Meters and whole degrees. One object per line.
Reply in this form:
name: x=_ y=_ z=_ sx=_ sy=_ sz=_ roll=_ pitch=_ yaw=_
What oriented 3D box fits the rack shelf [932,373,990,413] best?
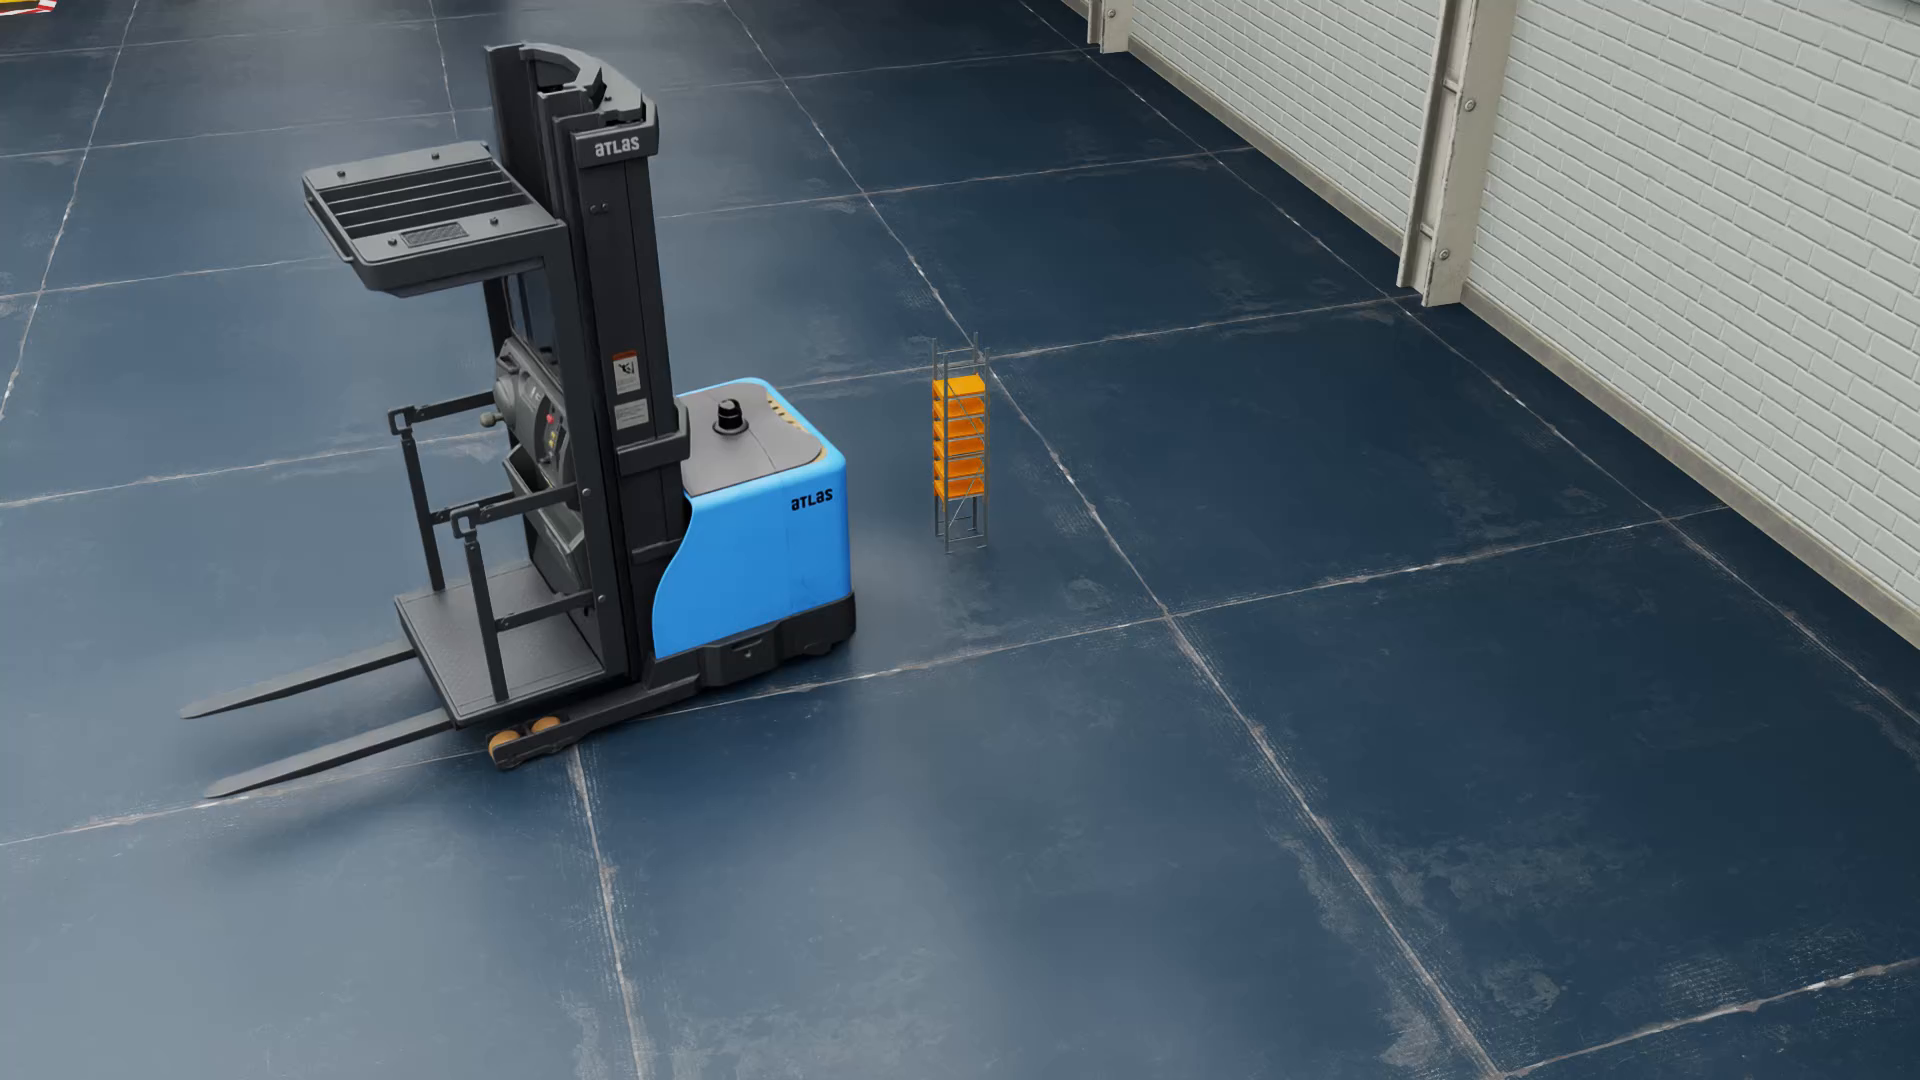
rack shelf: x=0.004 y=-0.756 z=8.553 sx=0.258 sy=0.103 sz=0.180 roll=-10 pitch=35 yaw=-15

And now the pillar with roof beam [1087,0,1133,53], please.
pillar with roof beam: x=-2.625 y=-7.922 z=12.896 sx=9.100 sy=9.000 sz=0.400 roll=-10 pitch=35 yaw=-15

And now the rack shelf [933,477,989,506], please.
rack shelf: x=0.004 y=-0.256 z=8.884 sx=0.258 sy=0.103 sz=0.180 roll=-10 pitch=35 yaw=-15

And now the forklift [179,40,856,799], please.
forklift: x=-2.049 y=-0.528 z=7.209 sx=3.031 sy=2.935 sz=1.130 roll=-18 pitch=37 yaw=-25

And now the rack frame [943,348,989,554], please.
rack frame: x=0.032 y=-0.445 z=8.654 sx=0.240 sy=1.200 sz=0.006 roll=-10 pitch=35 yaw=-15

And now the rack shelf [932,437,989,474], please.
rack shelf: x=0.004 y=-0.456 z=8.752 sx=0.258 sy=0.103 sz=0.180 roll=-10 pitch=35 yaw=-15

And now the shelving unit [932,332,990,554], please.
shelving unit: x=0.004 y=-0.493 z=8.727 sx=0.258 sy=1.200 sz=0.189 roll=-10 pitch=35 yaw=-15

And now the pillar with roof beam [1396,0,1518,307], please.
pillar with roof beam: x=-0.795 y=-4.772 z=8.129 sx=9.100 sy=9.000 sz=0.400 roll=-10 pitch=35 yaw=-15

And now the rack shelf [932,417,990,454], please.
rack shelf: x=0.004 y=-0.556 z=8.686 sx=0.258 sy=0.103 sz=0.180 roll=-10 pitch=35 yaw=-15

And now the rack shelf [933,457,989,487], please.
rack shelf: x=0.004 y=-0.356 z=8.818 sx=0.258 sy=0.103 sz=0.180 roll=-10 pitch=35 yaw=-15

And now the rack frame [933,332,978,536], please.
rack frame: x=-0.023 y=-0.541 z=8.800 sx=0.240 sy=1.200 sz=0.006 roll=-10 pitch=35 yaw=-15

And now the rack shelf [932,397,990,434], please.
rack shelf: x=0.004 y=-0.656 z=8.619 sx=0.258 sy=0.103 sz=0.180 roll=-10 pitch=35 yaw=-15
